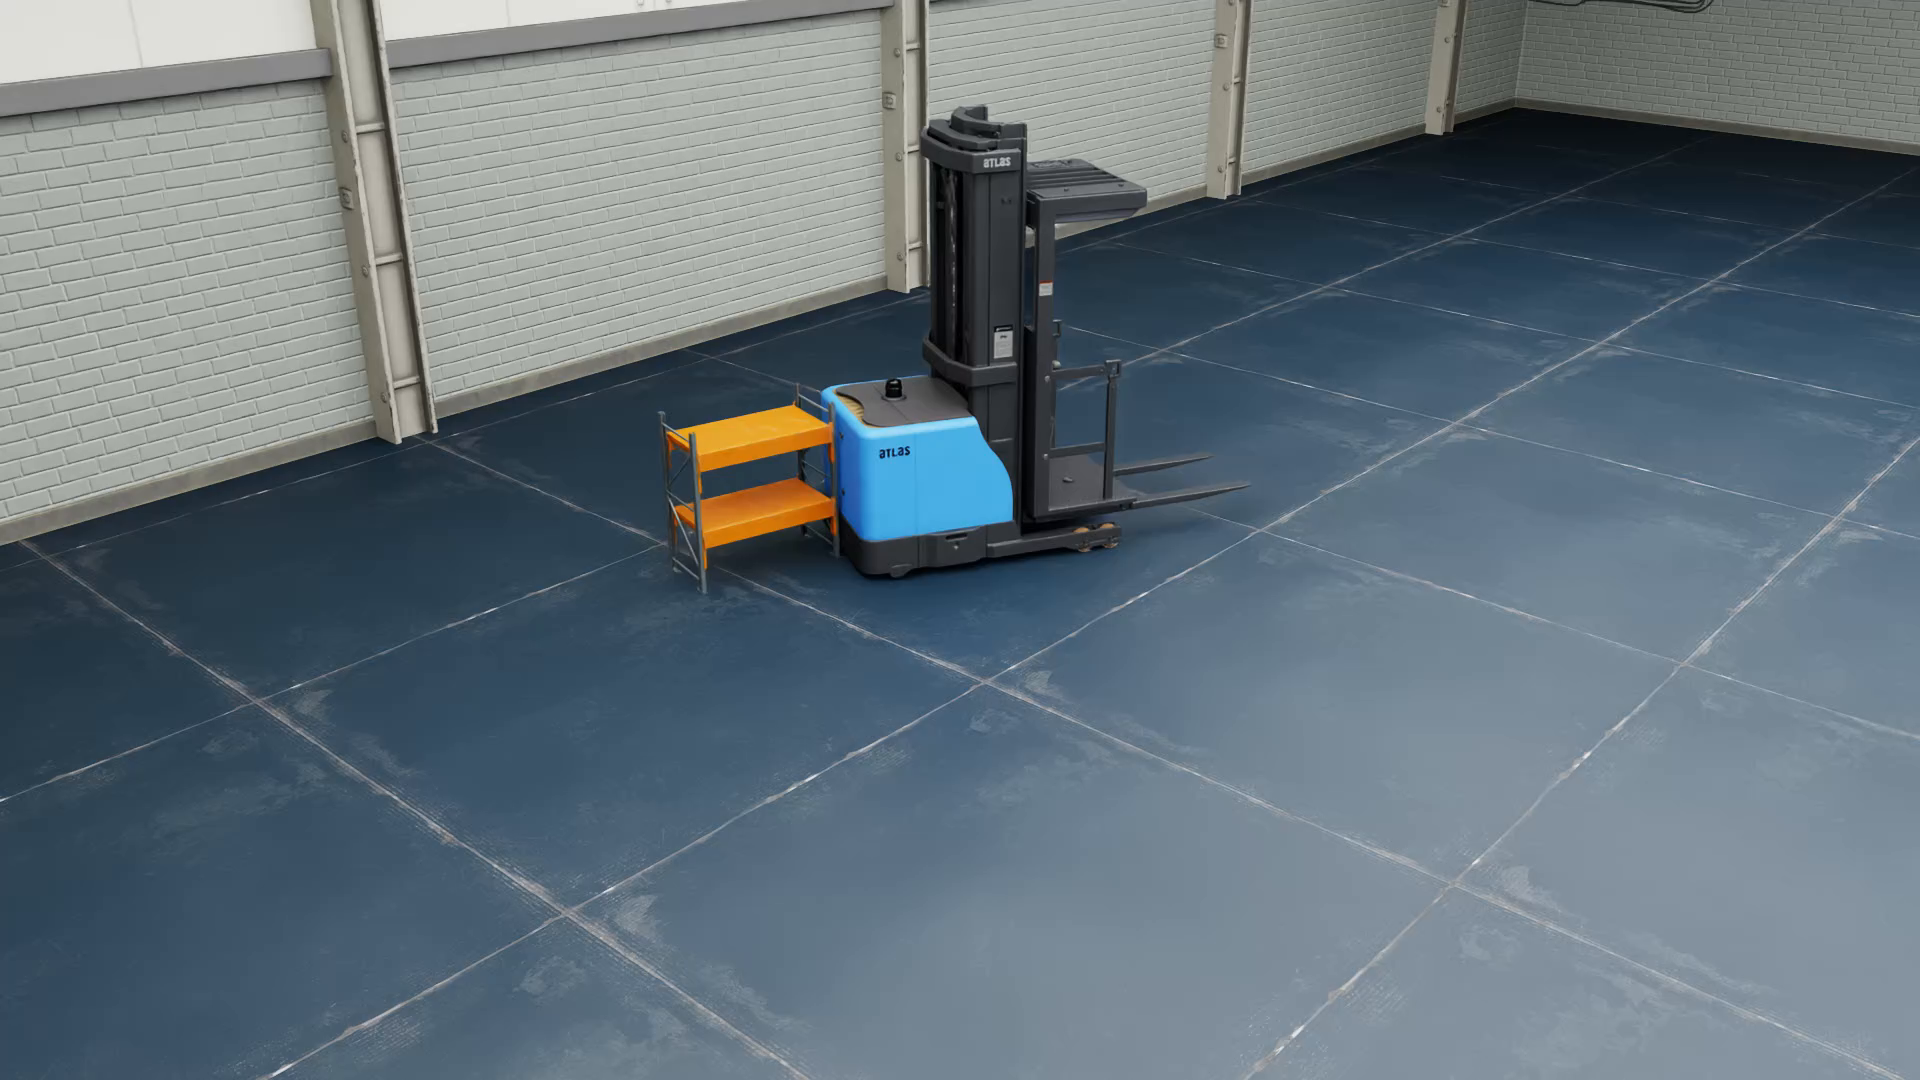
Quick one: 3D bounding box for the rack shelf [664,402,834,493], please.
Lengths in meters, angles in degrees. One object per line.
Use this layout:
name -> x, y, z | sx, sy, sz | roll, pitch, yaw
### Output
rack shelf -> -1.402, -0.626, 11.055 | 1.000, 0.278, 0.538 | -16, 28, -31

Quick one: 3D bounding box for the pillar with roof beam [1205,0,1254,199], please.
pillar with roof beam -> 6.658, -7.465, 17.401 | 9.100, 9.000, 0.400 | 20, 31, 38

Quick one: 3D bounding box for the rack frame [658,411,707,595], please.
rack frame -> -1.822, -0.242, 10.914 | 0.032, 1.125, 0.500 | -16, 28, -31

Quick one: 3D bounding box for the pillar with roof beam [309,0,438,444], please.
pillar with roof beam -> -1.351, -3.809, 9.247 | 9.100, 9.000, 0.400 | 20, 31, 38

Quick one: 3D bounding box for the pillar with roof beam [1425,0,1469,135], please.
pillar with roof beam -> 10.663, -9.293, 21.478 | 9.100, 9.000, 0.400 | 20, 31, 38

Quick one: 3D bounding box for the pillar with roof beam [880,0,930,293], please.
pillar with roof beam -> 2.654, -5.637, 13.324 | 9.100, 9.000, 0.400 | 20, 31, 38

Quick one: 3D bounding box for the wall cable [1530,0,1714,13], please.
wall cable -> 10.408, -9.589, 25.932 | 3.097, 2.526, 0.112 | 20, 31, 38

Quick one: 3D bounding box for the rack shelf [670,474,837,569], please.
rack shelf -> -1.402, -0.136, 11.275 | 1.000, 0.278, 0.538 | -16, 28, -31

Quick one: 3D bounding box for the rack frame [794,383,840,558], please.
rack frame -> -0.982, -0.476, 11.436 | 0.032, 1.125, 0.500 | -16, 28, -31

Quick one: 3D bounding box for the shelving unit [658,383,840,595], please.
shelving unit -> -1.402, -0.359, 11.175 | 1.048, 1.125, 0.538 | -16, 28, -31

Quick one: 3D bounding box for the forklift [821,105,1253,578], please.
forklift -> 0.599, -1.447, 11.395 | 3.031, 2.935, 1.130 | -9, 26, -19
